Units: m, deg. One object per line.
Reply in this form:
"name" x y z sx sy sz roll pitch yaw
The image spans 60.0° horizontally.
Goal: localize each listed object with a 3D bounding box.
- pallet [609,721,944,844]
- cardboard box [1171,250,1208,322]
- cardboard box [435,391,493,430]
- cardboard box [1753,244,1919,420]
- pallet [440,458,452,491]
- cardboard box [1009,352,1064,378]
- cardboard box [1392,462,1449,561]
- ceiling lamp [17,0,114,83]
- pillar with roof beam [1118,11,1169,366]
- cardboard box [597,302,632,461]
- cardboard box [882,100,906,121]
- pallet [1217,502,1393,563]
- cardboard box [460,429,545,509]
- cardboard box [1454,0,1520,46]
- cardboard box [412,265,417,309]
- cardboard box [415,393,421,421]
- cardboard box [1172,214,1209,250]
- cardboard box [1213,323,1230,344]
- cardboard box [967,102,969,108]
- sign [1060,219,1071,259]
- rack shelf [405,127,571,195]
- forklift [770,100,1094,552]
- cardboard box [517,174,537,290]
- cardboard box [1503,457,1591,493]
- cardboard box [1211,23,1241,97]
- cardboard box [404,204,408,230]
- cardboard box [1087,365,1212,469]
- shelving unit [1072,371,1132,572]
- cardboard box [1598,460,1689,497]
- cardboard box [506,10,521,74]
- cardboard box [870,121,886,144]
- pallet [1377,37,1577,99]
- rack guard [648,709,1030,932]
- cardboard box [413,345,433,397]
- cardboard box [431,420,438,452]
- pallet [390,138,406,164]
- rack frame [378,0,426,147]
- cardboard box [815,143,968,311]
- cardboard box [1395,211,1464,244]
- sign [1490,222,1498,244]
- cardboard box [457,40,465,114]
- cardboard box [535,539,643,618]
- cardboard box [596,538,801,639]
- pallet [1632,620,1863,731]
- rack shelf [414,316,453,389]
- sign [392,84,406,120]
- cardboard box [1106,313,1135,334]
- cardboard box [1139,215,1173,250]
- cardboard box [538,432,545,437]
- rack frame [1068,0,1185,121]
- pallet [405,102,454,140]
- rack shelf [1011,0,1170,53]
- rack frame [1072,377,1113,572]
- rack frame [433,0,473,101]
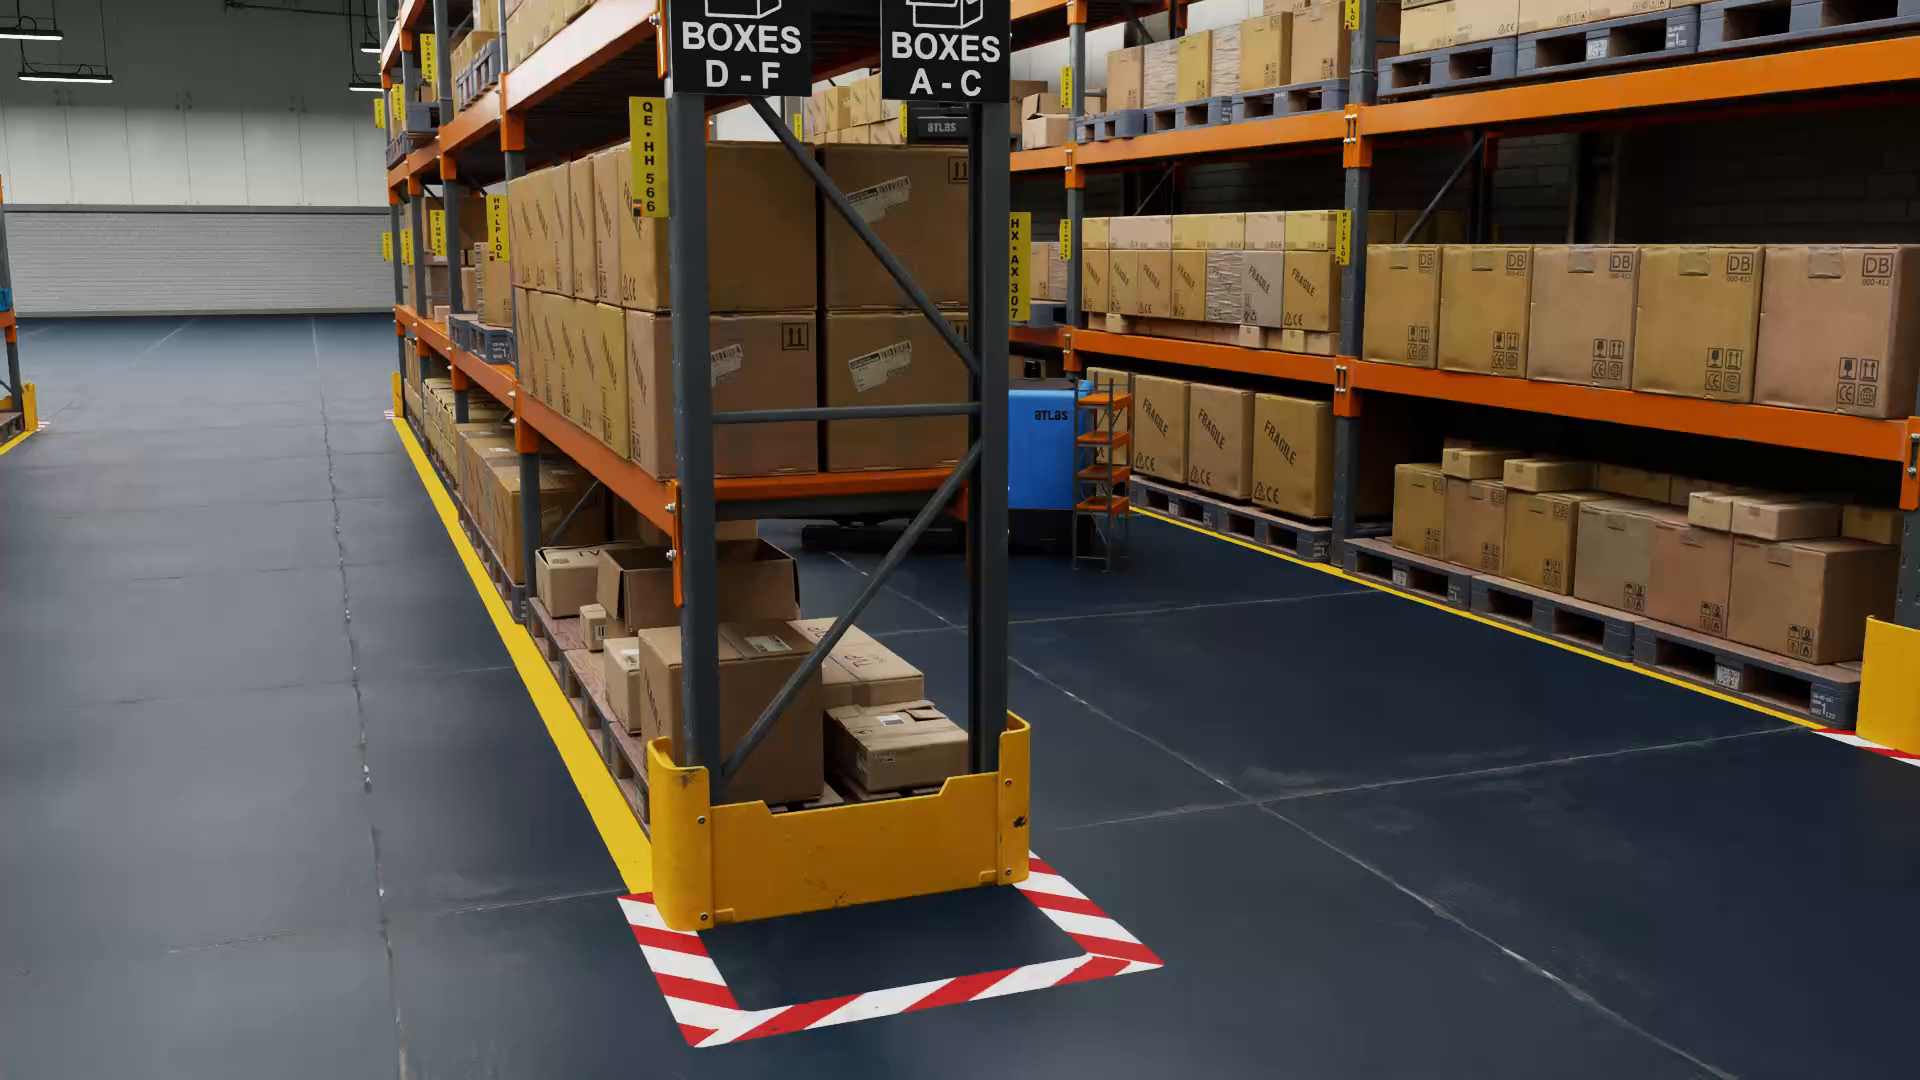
"pallet" -0.656 0.862 5.973 1.003 0.211 1.213 -4 11 -21
"cardboard box" 1.872 -1.848 12.051 0.500 0.500 0.500 -4 11 -19
"cardboard box" -4.211 -1.122 14.216 0.500 0.311 0.500 -4 11 -19
"cardboard box" 4.083 -0.914 7.137 0.980 0.700 0.700 -3 11 -18
"pallet" -3.938 -0.637 14.400 1.003 0.211 1.213 -4 11 -21
"cardboard box" 0.729 -1.639 15.812 0.500 0.250 0.500 -4 11 -21
"cardboard box" 3.003 -0.184 9.828 0.700 0.500 0.500 -4 11 -20
"ceiling lamp" -21.396 -12.549 39.605 2.000 3.185 0.800 -4 11 -21
"pillar with roof beam" -2.299 -4.937 13.480 9.100 9.000 0.400 -4 11 -21
"cardboard box" -0.946 -0.558 5.708 0.500 0.500 0.500 -4 11 -20
"cardboard box" -0.506 -4.735 17.712 0.500 0.500 0.500 -5 11 -26
"pallet" 2.478 -0.085 11.294 1.003 0.211 1.213 -4 11 -21
"cardboard box" -3.144 -0.483 11.451 0.500 0.500 0.500 -4 11 -23
"cardboard box" 3.004 -2.782 8.873 0.500 0.250 0.500 -4 11 -22
"cardboard box" -5.610 -2.786 18.230 0.700 0.500 0.500 -4 11 -21
"cardboard box" -5.426 -1.405 17.407 0.500 0.250 0.500 -4 11 -21
"cardboard box" 1.874 -2.222 12.012 0.500 0.250 0.500 -4 11 -22
"cardboard box" 2.022 -1.470 11.780 0.380 0.149 0.250 -4 11 -22
"cardboard box" 0.052 -4.281 16.872 0.500 0.500 0.500 -2 10 -13
"sign" 0.876 -2.485 13.743 0.100 0.325 0.005 -4 11 -21
"rack shelf" -3.962 -3.124 13.904 1.077 0.370 4.000 -4 11 -21
"forklift" -0.618 -1.457 11.245 3.031 2.935 1.130 1 10 7
"cardboard box" -1.692 -1.384 7.496 0.500 0.500 0.500 -4 11 -23
"cardboard box" 3.146 -0.351 8.913 0.380 0.149 0.250 -4 11 -23
"cardboard box" 2.227 -3.402 11.876 0.700 0.500 0.500 -4 11 -21
"cardboard box" -5.960 -3.583 19.006 0.700 0.500 0.500 -4 11 -21
"cardboard box" 1.522 -1.009 13.469 0.750 0.750 0.750 -4 11 -22
"shelving unit" 0.895 -0.440 10.465 0.258 1.200 0.503 3 11 18
"cardboard box" 3.610 -0.327 8.782 0.380 0.149 0.250 -4 11 -22
"cardboard box" -1.842 -2.329 7.814 0.500 0.250 0.500 -4 11 -21
"cardboard box" -0.656 -4.328 18.281 0.500 0.500 0.500 -5 11 -26
"pallet" 3.114 -2.635 9.360 1.003 0.211 1.213 -4 11 -21
"rack guard" -0.366 0.850 5.216 1.175 0.500 0.348 -4 11 -21
"cardboard box" -5.414 -1.775 17.346 0.500 0.500 0.500 -4 11 -21
"cardboard box" -4.397 -0.931 14.741 0.500 0.250 0.500 -4 11 -23
"pallet" -5.459 -4.097 17.575 1.003 0.211 1.213 -4 11 -21
"rack frame" -6.137 -5.934 19.084 1.000 3.000 0.127 -4 11 -21
"cardboard box" -0.254 -0.999 5.333 0.500 0.500 0.500 -4 11 -19
"cardboard box" 2.904 -2.003 10.782 0.500 0.250 0.500 -4 11 -19
"sign" 3.344 -1.837 10.486 0.100 0.325 0.005 -4 11 -21
"cardboard box" -2.863 -3.048 11.141 0.910 0.500 0.500 -4 11 -21
"cardboard box" -1.837 0.168 8.333 0.500 0.311 0.500 -4 11 -21
"cardboard box" -1.102 0.297 7.056 0.797 0.503 0.637 -4 11 -21
"pallet" 3.914 0.564 7.649 1.003 0.211 1.213 -4 11 -21
"rack shelf" -3.962 -1.647 14.167 1.077 0.370 4.000 -4 11 -21
"sign" -5.204 -4.062 15.425 0.100 0.325 0.005 -4 11 -21
"cardboard box" 1.382 -1.717 13.167 0.380 0.149 0.250 -4 11 -19
"cardboard box" 1.683 -2.305 12.478 0.500 0.250 0.500 -4 11 -21
"cardboard box" -2.680 -0.523 11.675 0.500 0.500 0.500 -3 11 -19
"rack frame" 1.378 -4.943 13.514 1.000 3.000 0.127 -4 11 -21
"pallet" -3.567 -3.163 12.613 1.213 0.211 1.003 -3 11 -18
"rack shelf" 0.653 -4.718 15.447 1.077 0.370 4.000 -4 11 -21
"rack frame" 0.816 -0.399 10.238 0.240 1.200 0.015 3 11 18
"rack frame" -3.237 -4.628 11.743 1.000 3.000 0.127 -4 11 -21
